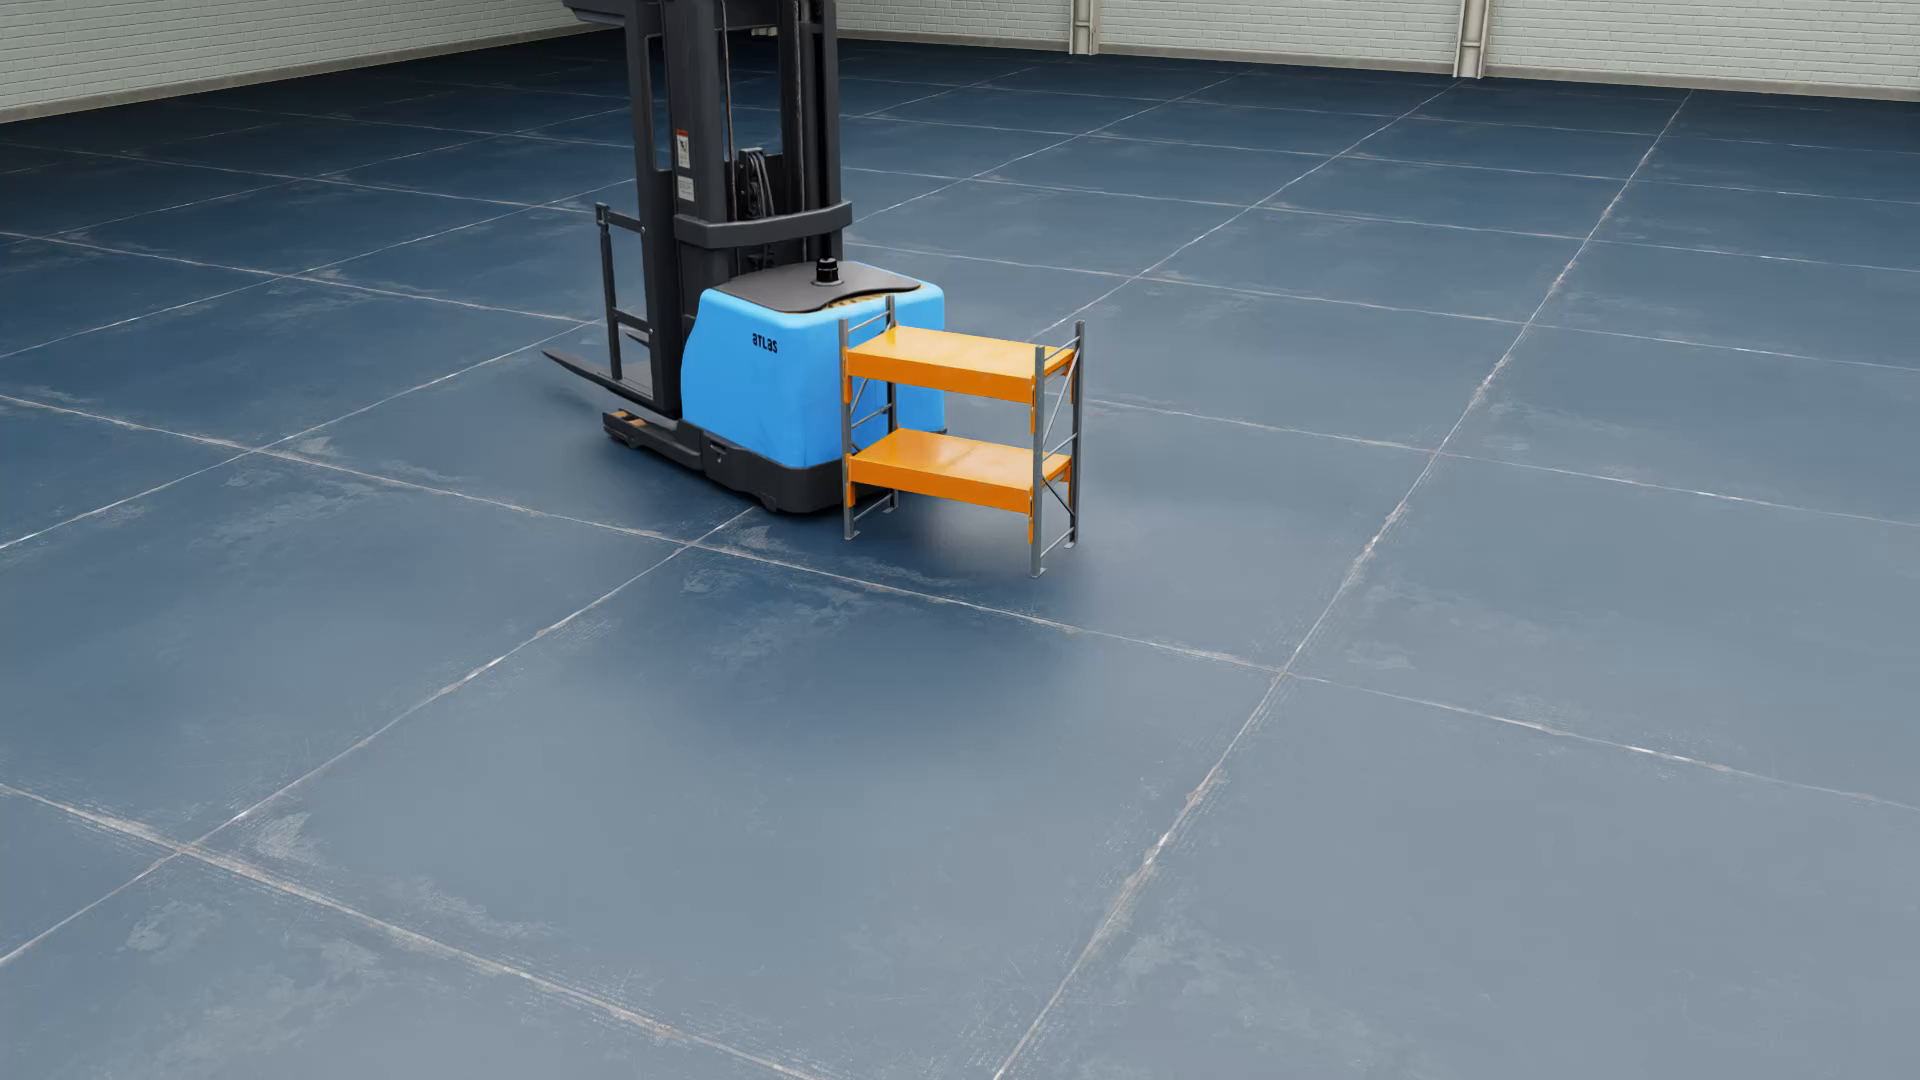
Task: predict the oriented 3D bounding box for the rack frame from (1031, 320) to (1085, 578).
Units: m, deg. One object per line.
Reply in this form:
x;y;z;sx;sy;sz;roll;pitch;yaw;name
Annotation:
0.460;-0.427;7.816;0.032;1.125;0.500;11;25;25;rack frame

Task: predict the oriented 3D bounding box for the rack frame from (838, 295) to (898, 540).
-0.448;-0.606;8.238;0.032;1.125;0.500;11;25;25;rack frame

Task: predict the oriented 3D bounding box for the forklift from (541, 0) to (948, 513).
-1.408;-1.983;9.168;1.130;2.935;3.031;-19;29;-37;forklift

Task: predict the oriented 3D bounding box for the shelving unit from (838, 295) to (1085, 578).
0.006;-0.516;8.027;1.048;1.125;0.538;11;25;25;shelving unit

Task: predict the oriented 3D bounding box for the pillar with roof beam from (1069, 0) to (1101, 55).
0.031;-10.374;21.146;0.400;9.000;9.100;11;25;25;pillar with roof beam

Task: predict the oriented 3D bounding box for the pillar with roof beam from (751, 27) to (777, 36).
-5.324;-11.434;23.637;0.400;9.000;9.100;11;25;25;pillar with roof beam

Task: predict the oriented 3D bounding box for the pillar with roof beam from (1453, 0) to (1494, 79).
5.386;-9.315;18.655;0.400;9.000;9.100;11;25;25;pillar with roof beam

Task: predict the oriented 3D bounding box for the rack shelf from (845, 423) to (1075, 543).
0.006;-0.291;8.123;1.000;0.278;0.538;11;25;25;rack shelf

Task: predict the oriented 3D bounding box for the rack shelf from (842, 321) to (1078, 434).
0.006;-0.786;7.913;1.000;0.278;0.538;11;25;25;rack shelf
